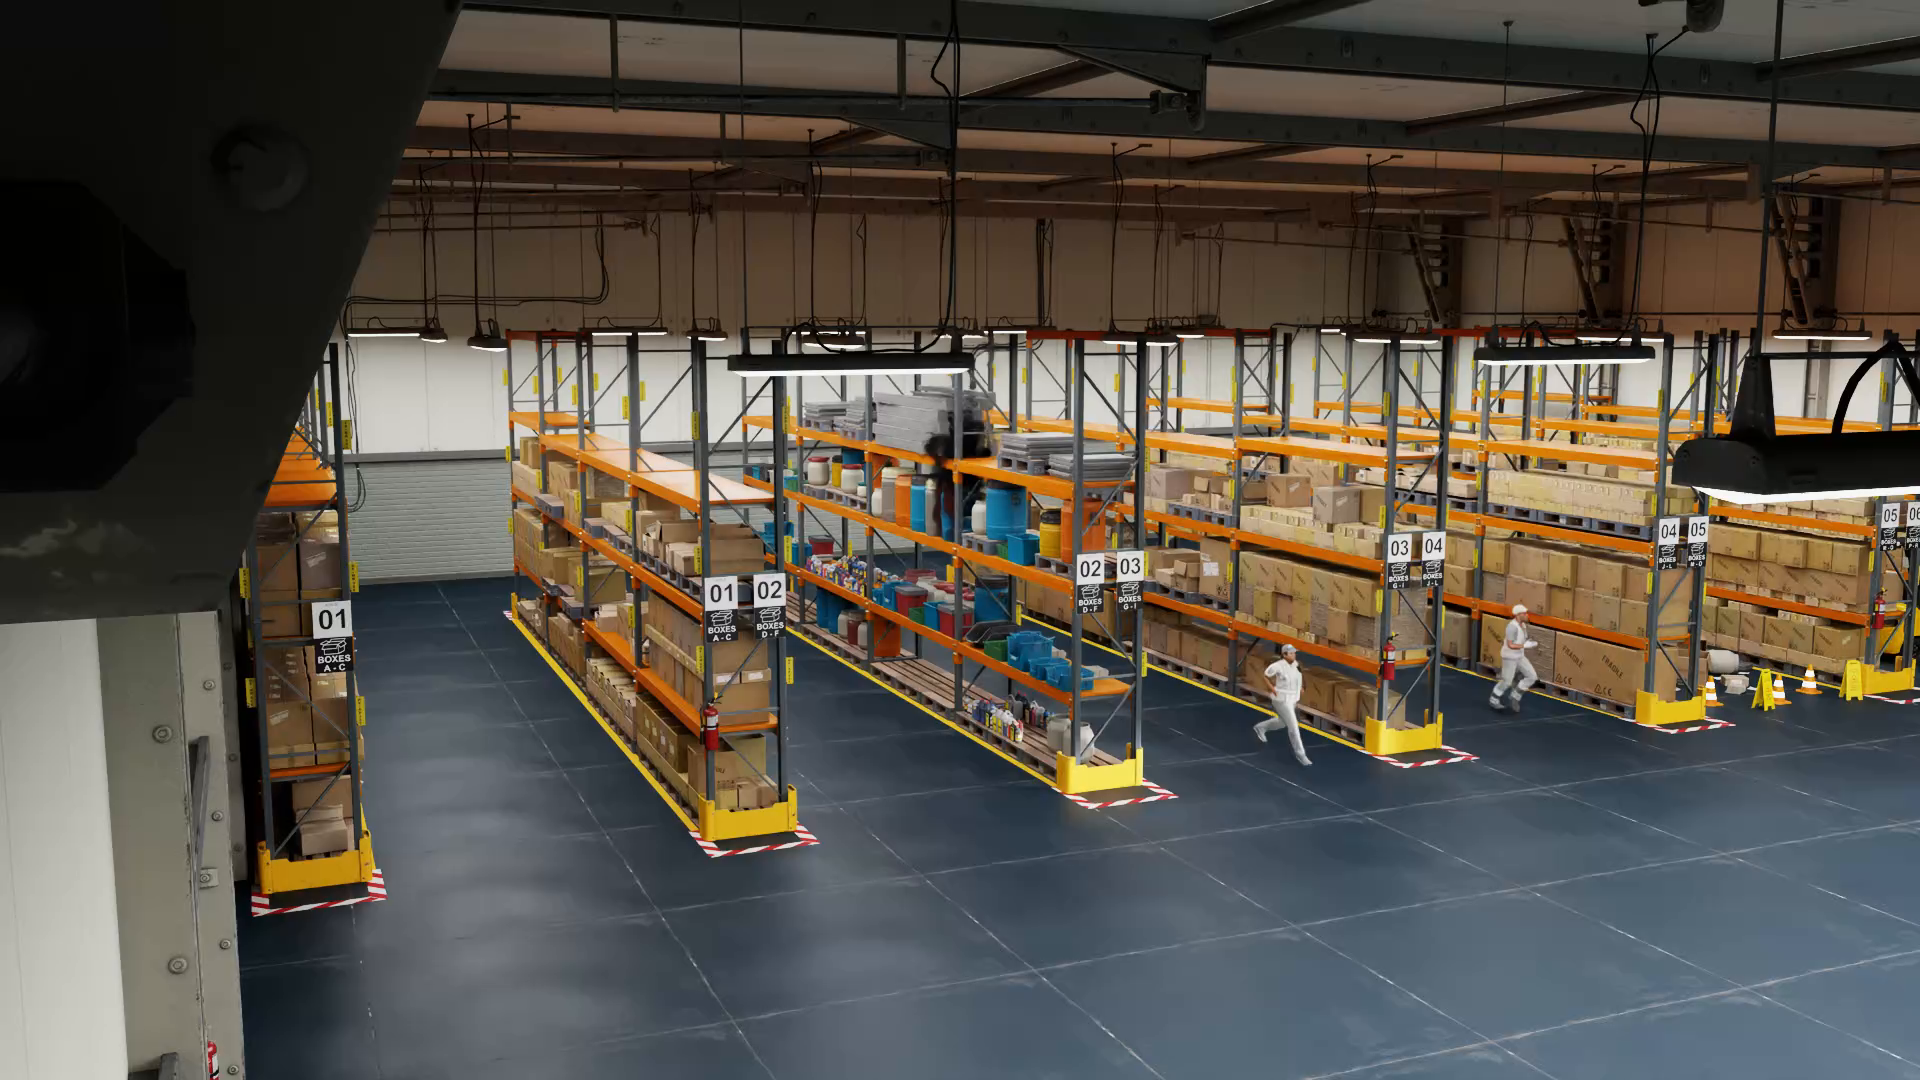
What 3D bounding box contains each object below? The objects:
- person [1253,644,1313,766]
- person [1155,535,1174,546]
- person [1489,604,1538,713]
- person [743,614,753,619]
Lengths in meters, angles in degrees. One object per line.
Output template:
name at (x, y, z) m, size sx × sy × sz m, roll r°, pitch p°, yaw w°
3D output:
person at (4.639, 2.303, 23.772) m, size 1.094 × 1.681 × 0.575 m, roll 7°, pitch 11°, yaw 43°
person at (5.206, -0.151, 42.058) m, size 0.468 × 1.564 × 0.839 m, roll 4°, pitch 9°, yaw 24°
person at (8.783, 1.869, 26.320) m, size 0.807 × 1.745 × 0.697 m, roll 7°, pitch 11°, yaw 42°
person at (-4.097, 1.383, 30.929) m, size 0.541 × 1.541 × 0.549 m, roll -4°, pitch 9°, yaw -27°
